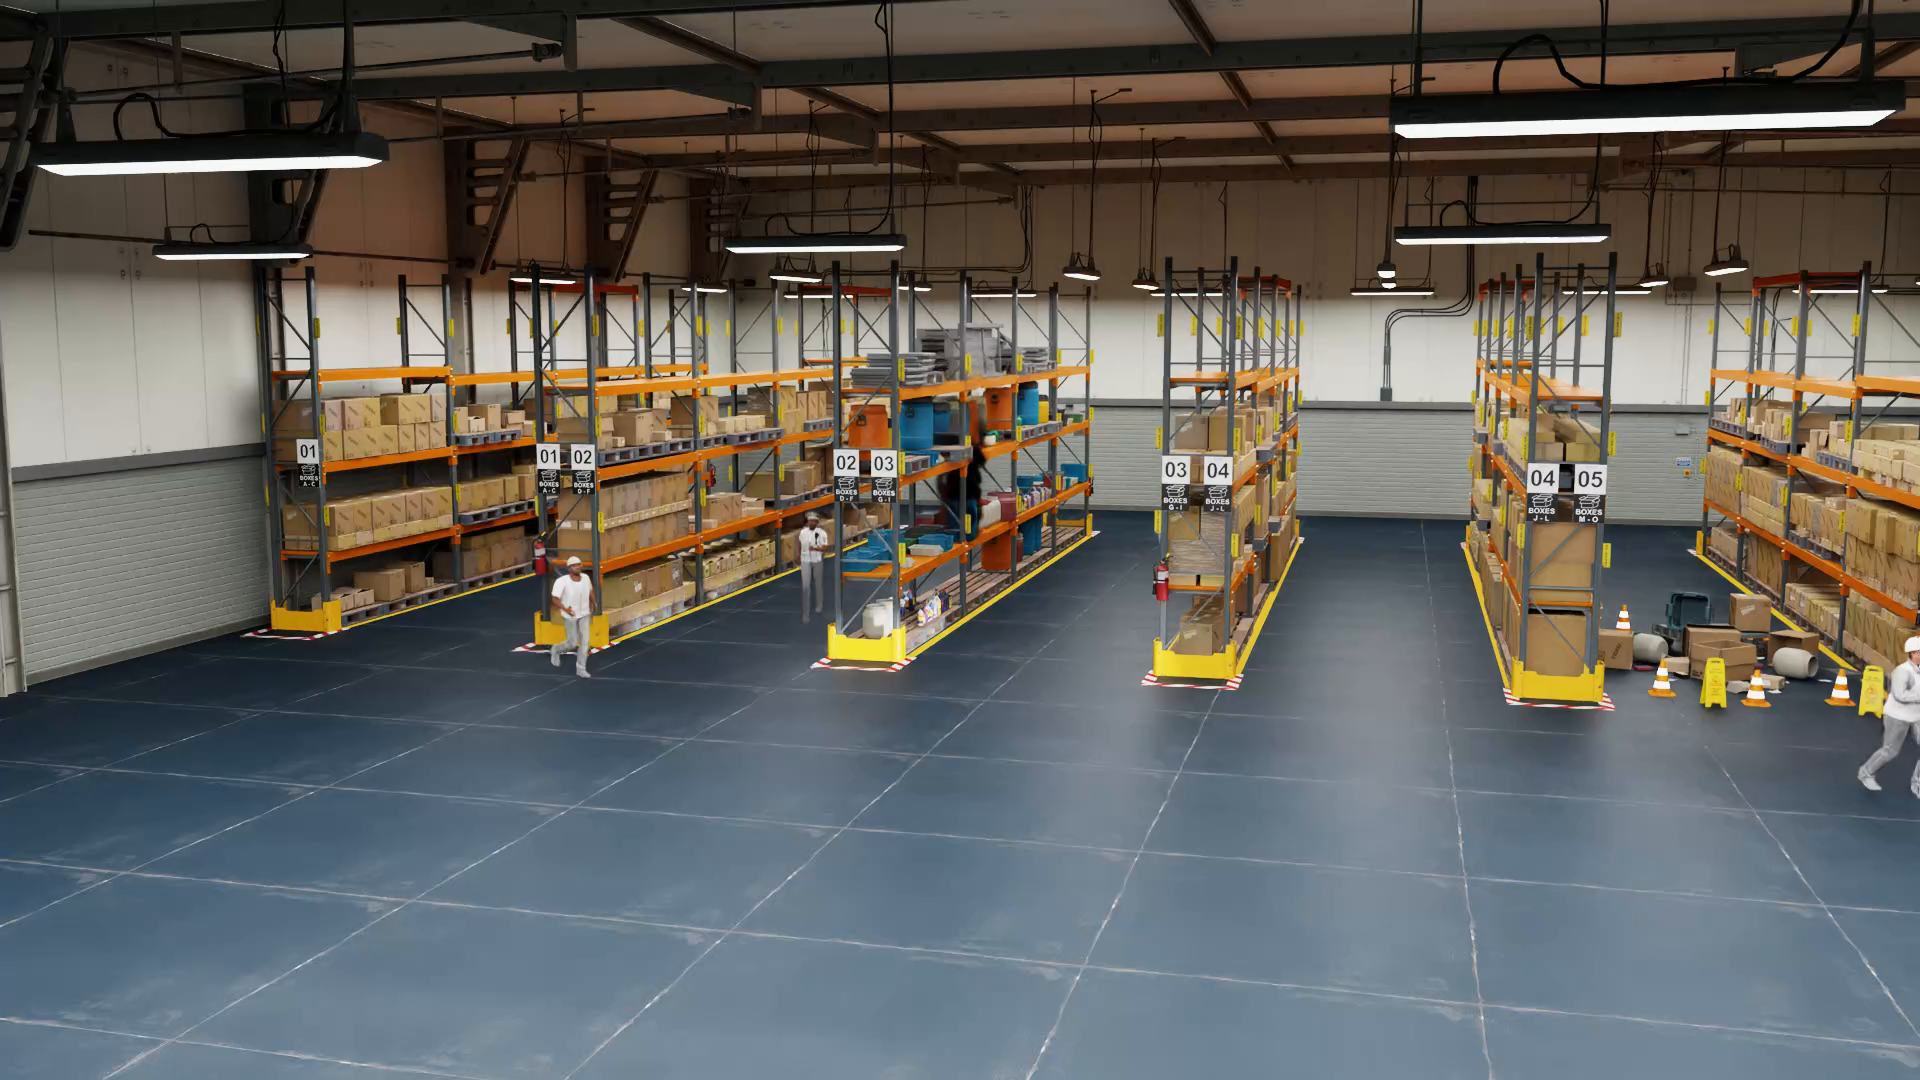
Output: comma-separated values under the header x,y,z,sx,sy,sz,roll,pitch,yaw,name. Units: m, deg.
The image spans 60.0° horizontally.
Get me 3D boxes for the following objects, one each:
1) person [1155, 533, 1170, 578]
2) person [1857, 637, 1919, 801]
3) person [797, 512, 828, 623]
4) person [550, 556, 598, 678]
x,y,z,sx,sy,sz,roll,pitch,yaw,name
4.071,0.094,31.918,0.675,1.735,0.610,1,7,9,person
10.011,1.903,17.669,0.678,1.816,0.853,-5,9,-32,person
-2.429,0.435,27.324,0.543,1.813,0.723,0,7,3,person
-5.596,1.099,24.122,0.706,1.755,0.793,-7,10,-43,person
